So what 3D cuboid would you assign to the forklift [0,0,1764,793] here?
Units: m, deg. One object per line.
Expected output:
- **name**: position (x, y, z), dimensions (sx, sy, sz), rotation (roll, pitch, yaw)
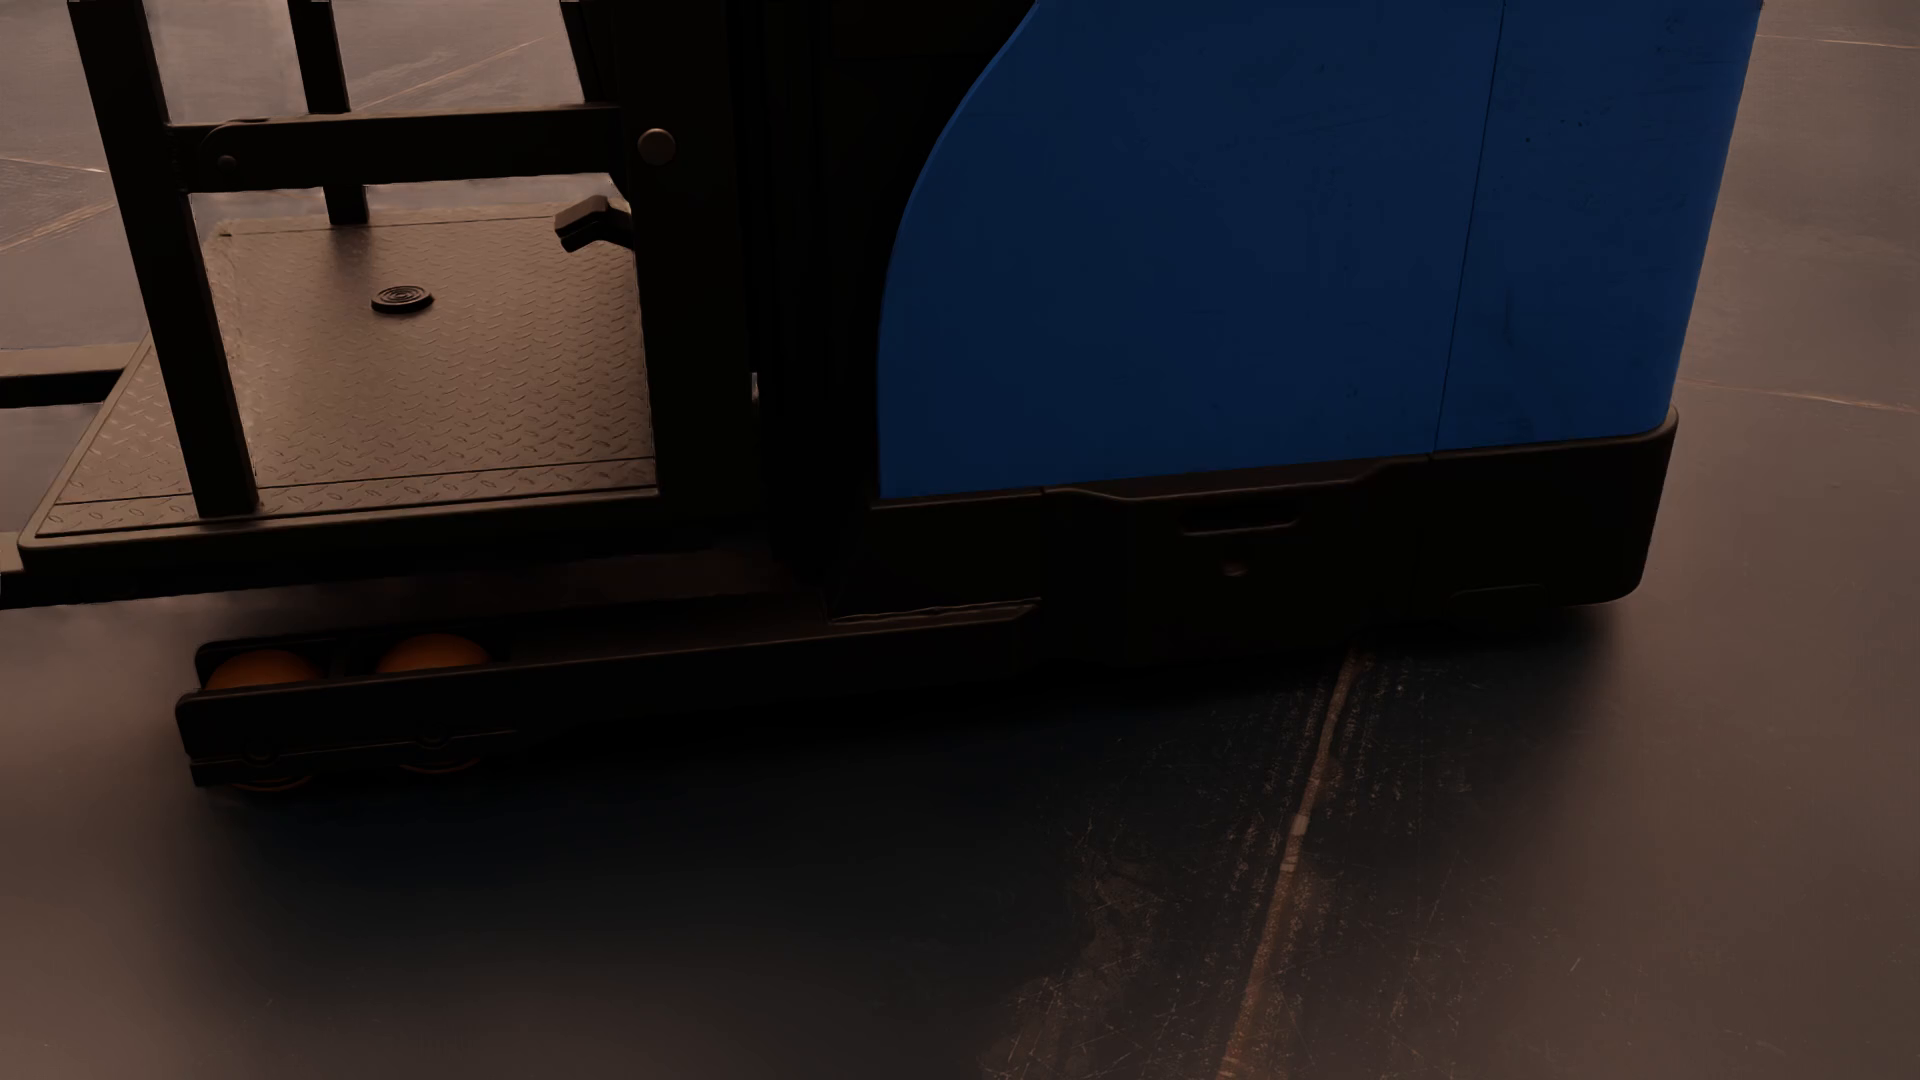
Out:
- **forklift**: position (-0.631, -1.259, 1.748), dimensions (3.031, 2.935, 1.130), rotation (-5, 30, -9)
